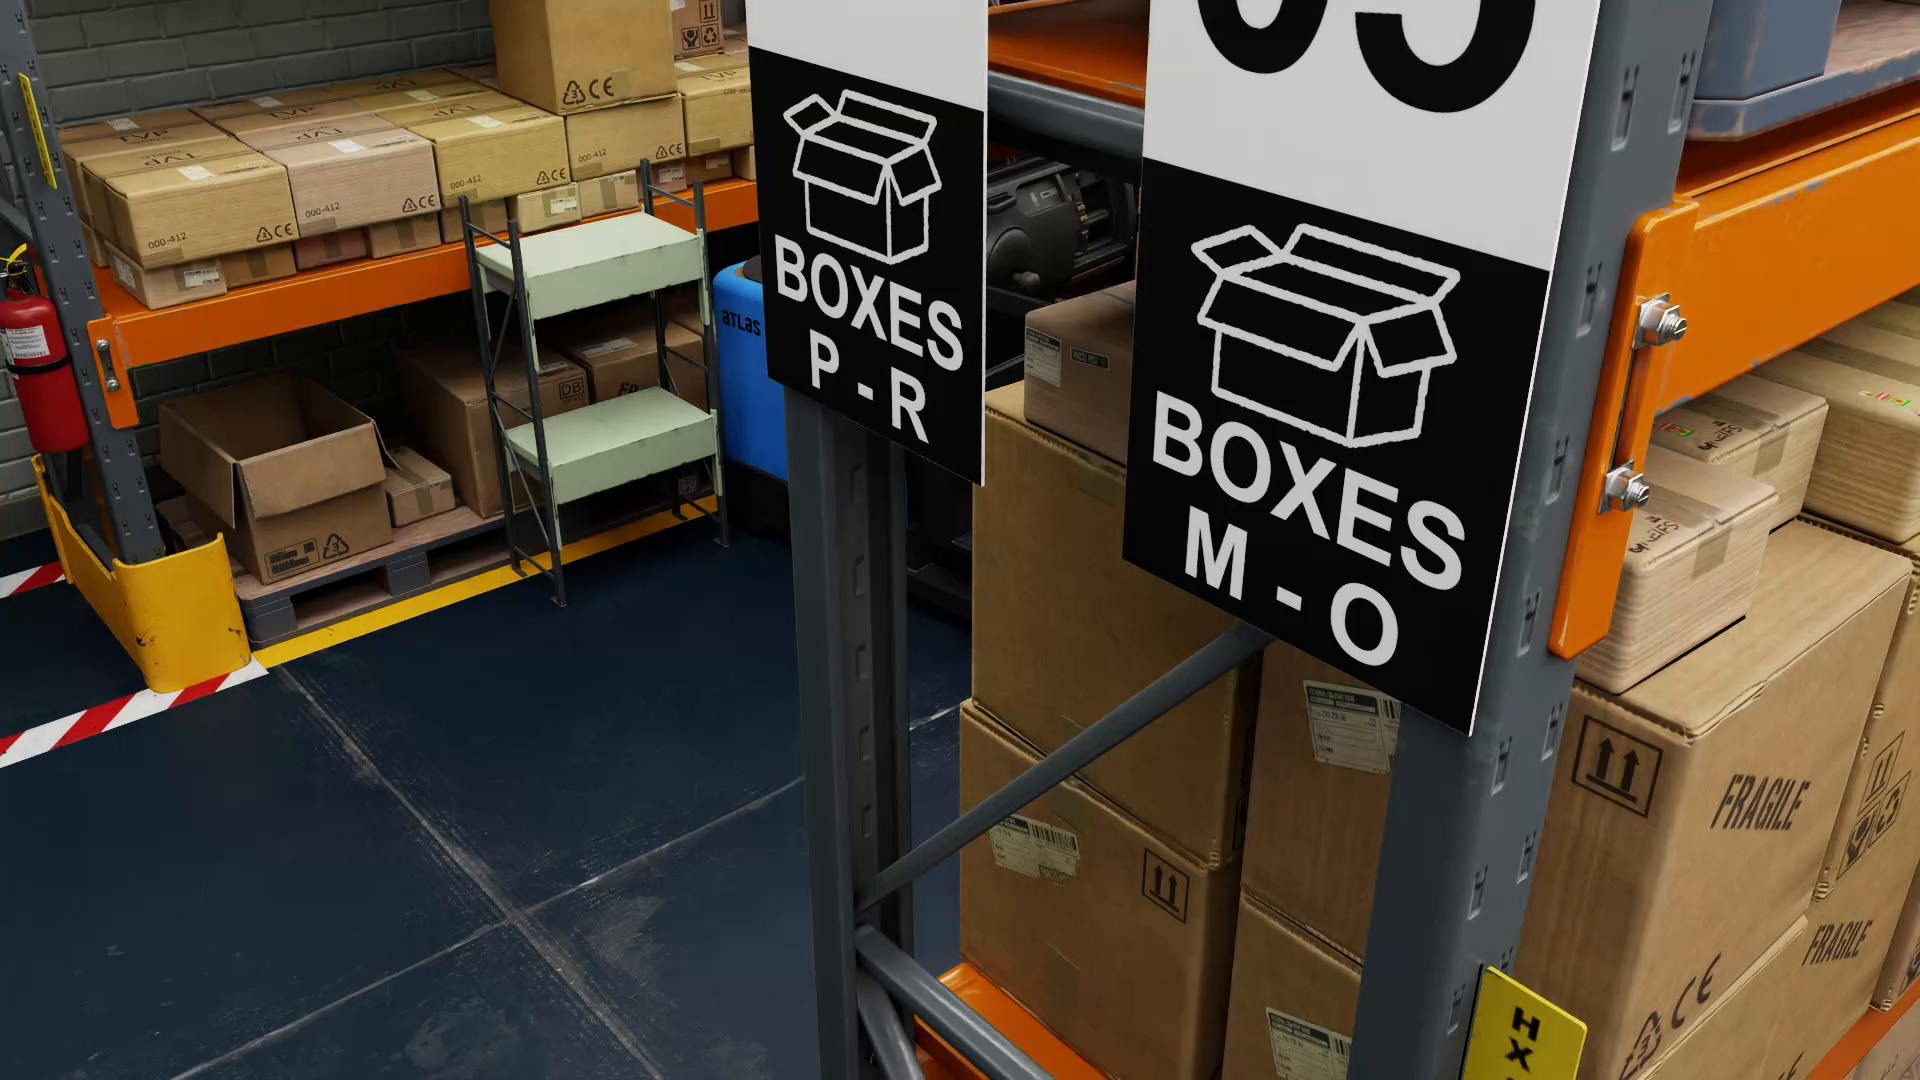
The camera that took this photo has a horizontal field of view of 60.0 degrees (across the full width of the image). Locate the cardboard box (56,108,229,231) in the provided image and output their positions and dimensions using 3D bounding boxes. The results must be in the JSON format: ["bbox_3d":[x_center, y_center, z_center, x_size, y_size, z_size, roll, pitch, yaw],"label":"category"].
[{"bbox_3d":[-2.895,-1.318,5.877,0.500,0.250,0.500,-21,34,-34],"label":"cardboard box"}]

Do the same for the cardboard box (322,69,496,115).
[{"bbox_3d":[-2.122,-1.625,6.452,0.500,0.250,0.500,-21,34,-33],"label":"cardboard box"}]

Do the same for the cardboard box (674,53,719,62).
[{"bbox_3d":[-1.352,-1.938,7.038,0.500,0.250,0.500,-21,35,-34],"label":"cardboard box"}]

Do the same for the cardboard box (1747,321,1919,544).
[{"bbox_3d":[1.027,-0.163,2.018,0.250,0.149,0.380,-21,34,-33],"label":"cardboard box"}]

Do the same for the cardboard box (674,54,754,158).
[{"bbox_3d":[-1.018,-1.756,6.697,0.500,0.250,0.500,-22,35,-35],"label":"cardboard box"}]

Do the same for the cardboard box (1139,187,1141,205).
[{"bbox_3d":[0.765,-1.819,8.490,0.250,0.149,0.380,-24,36,-37],"label":"cardboard box"}]

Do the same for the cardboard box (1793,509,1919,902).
[{"bbox_3d":[1.091,0.071,2.267,0.500,0.500,0.500,-23,36,-36],"label":"cardboard box"}]

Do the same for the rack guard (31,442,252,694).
[{"bbox_3d":[-3.014,0.062,6.103,0.348,0.500,1.175,-22,35,-35],"label":"rack guard"}]

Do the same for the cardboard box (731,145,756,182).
[{"bbox_3d":[-0.867,-1.608,6.842,0.250,0.149,0.380,-22,35,-36],"label":"cardboard box"}]

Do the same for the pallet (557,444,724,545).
[{"bbox_3d":[-1.481,-0.426,7.323,1.213,0.211,1.003,-22,35,-35],"label":"pallet"}]

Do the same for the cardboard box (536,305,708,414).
[{"bbox_3d":[-1.403,-0.626,6.946,0.500,0.500,0.500,-21,35,-34],"label":"cardboard box"}]

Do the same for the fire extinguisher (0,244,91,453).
[{"bbox_3d":[-2.884,-0.608,5.183,0.183,0.674,0.296,-22,35,-35],"label":"fire extinguisher"}]

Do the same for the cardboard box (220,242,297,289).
[{"bbox_3d":[-2.481,-1.003,5.711,0.250,0.149,0.380,-21,35,-34],"label":"cardboard box"}]

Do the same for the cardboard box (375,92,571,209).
[{"bbox_3d":[-1.785,-1.435,6.096,0.500,0.250,0.500,-23,36,-36],"label":"cardboard box"}]

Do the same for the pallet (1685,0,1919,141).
[{"bbox_3d":[0.710,-0.753,1.888,1.213,0.211,1.003,-22,35,-35],"label":"pallet"}]

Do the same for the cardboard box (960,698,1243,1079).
[{"bbox_3d":[0.347,0.475,2.573,0.500,0.500,0.500,-22,35,-35],"label":"cardboard box"}]

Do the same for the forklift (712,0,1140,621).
[{"bbox_3d":[0.472,-1.102,5.702,3.031,2.935,1.130,22,35,35],"label":"forklift"}]

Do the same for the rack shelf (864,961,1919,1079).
[{"bbox_3d":[1.674,0.467,3.457,4.000,0.370,1.077,-22,35,-35],"label":"rack shelf"}]

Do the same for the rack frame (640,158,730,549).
[{"bbox_3d":[-1.066,-0.701,6.471,0.023,1.500,0.400,-22,35,-35],"label":"rack frame"}]

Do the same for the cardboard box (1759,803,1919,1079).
[{"bbox_3d":[1.070,0.509,2.509,0.500,0.500,0.500,-22,35,-36],"label":"cardboard box"}]

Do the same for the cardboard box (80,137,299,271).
[{"bbox_3d":[-2.552,-1.124,5.515,0.500,0.250,0.500,-22,35,-35],"label":"cardboard box"}]

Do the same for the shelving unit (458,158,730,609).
[{"bbox_3d":[-1.344,-0.589,6.261,0.755,1.500,0.431,-22,35,-35],"label":"shelving unit"}]

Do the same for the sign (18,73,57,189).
[{"bbox_3d":[-2.720,-1.204,4.903,0.005,0.325,0.100,-22,35,-35],"label":"sign"}]

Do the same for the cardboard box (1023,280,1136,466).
[{"bbox_3d":[0.295,-0.191,2.070,0.250,0.149,0.380,-21,35,-34],"label":"cardboard box"}]

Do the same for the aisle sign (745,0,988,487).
[{"bbox_3d":[-0.104,-0.474,1.697,0.004,0.787,0.394,-22,35,-35],"label":"aisle sign"}]

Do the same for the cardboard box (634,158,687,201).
[{"bbox_3d":[-1.293,-1.476,6.596,0.250,0.149,0.380,-22,35,-35],"label":"cardboard box"}]

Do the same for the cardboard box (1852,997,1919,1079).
[{"bbox_3d":[1.967,0.910,4.137,0.875,0.438,0.875,-23,36,-36],"label":"cardboard box"}]

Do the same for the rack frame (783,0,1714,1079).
[{"bbox_3d":[0.150,0.760,2.145,0.053,2.616,0.949,-22,35,-35],"label":"rack frame"}]

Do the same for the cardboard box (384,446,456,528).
[{"bbox_3d":[-2.197,-0.214,6.547,0.250,0.149,0.380,-24,36,-37],"label":"cardboard box"}]

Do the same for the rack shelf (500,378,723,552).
[{"bbox_3d":[-1.344,-0.302,6.415,0.720,0.370,0.431,-22,35,-35],"label":"rack shelf"}]

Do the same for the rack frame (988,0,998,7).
[{"bbox_3d":[-0.029,-2.241,7.761,0.127,3.000,1.000,-22,35,-35],"label":"rack frame"}]

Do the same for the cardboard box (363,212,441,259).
[{"bbox_3d":[-2.071,-1.151,5.988,0.250,0.149,0.380,-21,34,-33],"label":"cardboard box"}]

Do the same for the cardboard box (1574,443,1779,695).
[{"bbox_3d":[0.602,-0.019,1.748,0.250,0.149,0.380,-21,35,-34],"label":"cardboard box"}]

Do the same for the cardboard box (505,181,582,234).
[{"bbox_3d":[-1.632,-1.285,6.238,0.250,0.149,0.380,-23,36,-36],"label":"cardboard box"}]

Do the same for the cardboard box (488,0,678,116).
[{"bbox_3d":[-1.411,-1.914,6.197,0.500,0.500,0.500,-21,35,-34],"label":"cardboard box"}]
